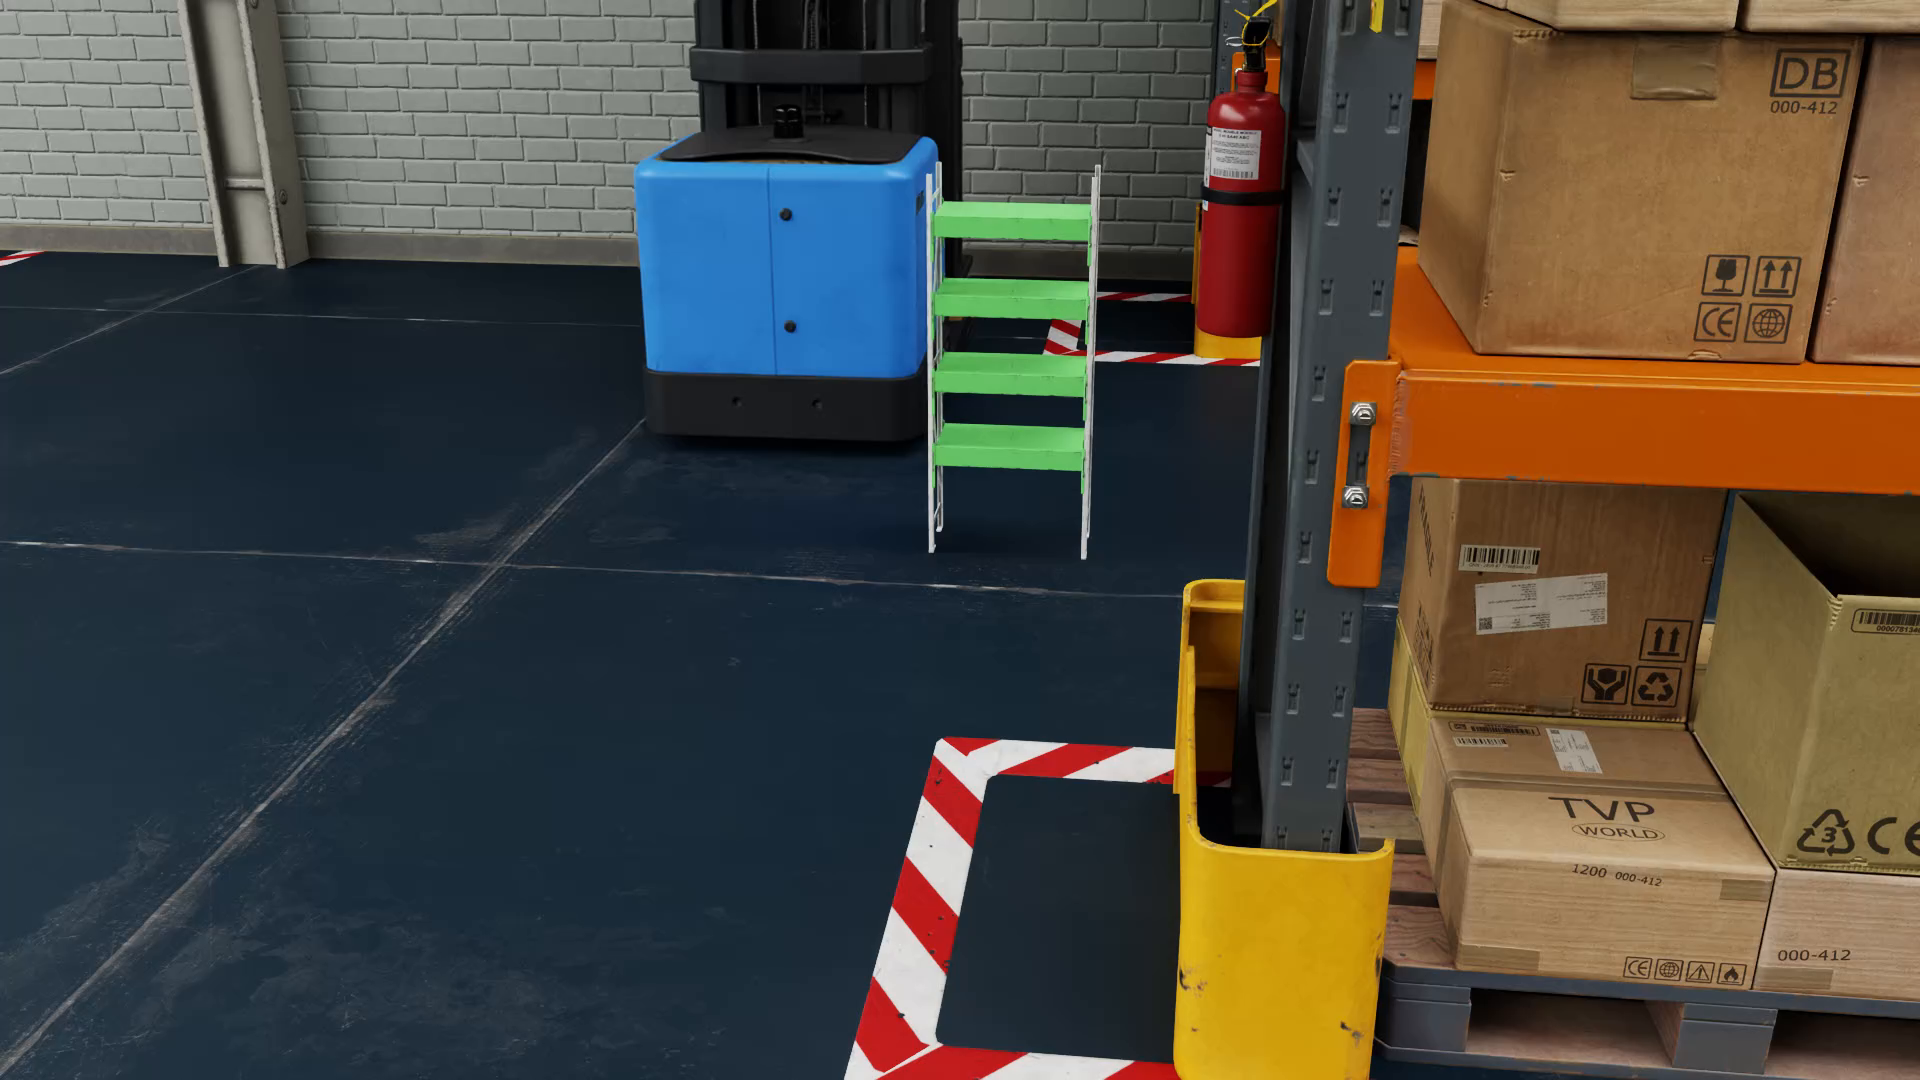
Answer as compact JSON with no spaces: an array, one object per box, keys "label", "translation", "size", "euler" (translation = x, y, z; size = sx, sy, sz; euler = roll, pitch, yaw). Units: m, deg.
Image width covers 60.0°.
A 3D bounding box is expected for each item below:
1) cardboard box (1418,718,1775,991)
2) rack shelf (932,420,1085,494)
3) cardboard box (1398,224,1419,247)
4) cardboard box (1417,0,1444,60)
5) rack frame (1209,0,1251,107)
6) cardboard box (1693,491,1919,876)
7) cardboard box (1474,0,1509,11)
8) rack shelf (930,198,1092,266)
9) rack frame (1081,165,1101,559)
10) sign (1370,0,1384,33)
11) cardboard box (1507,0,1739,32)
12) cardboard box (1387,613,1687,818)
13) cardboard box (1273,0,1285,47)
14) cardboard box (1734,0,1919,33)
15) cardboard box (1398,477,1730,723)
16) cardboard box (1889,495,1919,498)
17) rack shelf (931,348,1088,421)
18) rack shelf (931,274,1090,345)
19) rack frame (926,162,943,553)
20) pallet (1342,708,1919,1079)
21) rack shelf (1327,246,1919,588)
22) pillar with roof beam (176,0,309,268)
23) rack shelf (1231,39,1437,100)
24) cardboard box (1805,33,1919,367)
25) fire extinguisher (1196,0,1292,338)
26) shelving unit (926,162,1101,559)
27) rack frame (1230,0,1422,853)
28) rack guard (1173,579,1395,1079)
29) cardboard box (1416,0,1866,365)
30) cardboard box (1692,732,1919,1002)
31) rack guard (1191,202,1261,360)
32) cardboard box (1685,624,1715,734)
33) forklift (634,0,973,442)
[{"label":"cardboard box","translation":[1.152,0.568,3.093],"size":[0.500,0.250,0.500],"euler":[2,22,6]},{"label":"rack shelf","translation":[0.164,-0.268,5.313],"size":[0.480,0.148,0.258],"euler":[2,22,6]},{"label":"cardboard box","translation":[1.902,-1.320,7.758],"size":[0.500,0.311,0.500],"euler":[0,22,0]},{"label":"cardboard box","translation":[2.190,-2.214,7.137],"size":[0.500,0.250,0.500],"euler":[2,22,5]},{"label":"rack frame","translation":[1.225,-2.429,7.504],"size":[0.127,3.000,1.000],"euler":[2,22,6]},{"label":"cardboard box","translation":[1.649,0.240,2.902],"size":[0.500,0.500,0.500],"euler":[2,22,6]},{"label":"cardboard box","translation":[1.048,-1.021,2.925],"size":[0.250,0.149,0.380],"euler":[2,22,5]},{"label":"rack shelf","translation":[0.164,-0.938,5.048],"size":[0.480,0.148,0.258],"euler":[2,22,6]},{"label":"rack frame","translation":[0.407,-0.540,5.174],"size":[0.015,1.200,0.240],"euler":[2,22,6]},{"label":"sign","translation":[0.575,-0.857,2.243],"size":[0.005,0.325,0.100],"euler":[2,22,6]},{"label":"cardboard box","translation":[1.010,-0.873,2.549],"size":[0.250,0.149,0.380],"euler":[2,22,6]},{"label":"cardboard box","translation":[1.213,0.379,3.571],"size":[0.500,0.250,0.500],"euler":[2,22,6]},{"label":"cardboard box","translation":[1.712,-2.419,7.656],"size":[0.500,0.250,0.500],"euler":[3,22,7]},{"label":"cardboard box","translation":[1.273,-0.862,2.523],"size":[0.250,0.149,0.380],"euler":[2,22,5]},{"label":"cardboard box","translation":[1.214,0.029,3.435],"size":[0.500,0.500,0.500],"euler":[2,22,6]},{"label":"cardboard box","translation":[2.208,0.067,3.339],"size":[0.500,0.500,0.500],"euler":[2,22,6]},{"label":"rack shelf","translation":[0.164,-0.491,5.225],"size":[0.480,0.148,0.258],"euler":[2,22,6]},{"label":"rack shelf","translation":[0.164,-0.715,5.136],"size":[0.480,0.148,0.258],"euler":[2,22,6]},{"label":"rack frame","translation":[-0.078,-0.561,5.228],"size":[0.015,1.200,0.240],"euler":[2,22,6]},{"label":"pallet","translation":[1.410,0.694,3.396],"size":[1.213,0.211,1.003],"euler":[2,22,6]},{"label":"rack shelf","translation":[2.632,-0.199,2.842],"size":[4.000,0.370,1.077],"euler":[2,22,6]},{"label":"pillar with roof beam","translation":[-4.443,-4.192,3.804],"size":[0.400,9.000,9.100],"euler":[2,22,6]},{"label":"rack shelf","translation":[3.211,-2.008,7.417],"size":[4.000,0.370,1.077],"euler":[2,22,6]},{"label":"cardboard box","translation":[1.630,-0.621,2.794],"size":[0.500,0.500,0.700],"euler":[3,22,8]},{"label":"fire extinguisher","translation":[0.583,-0.759,3.385],"size":[0.183,0.674,0.296],"euler":[2,22,6]},{"label":"shelving unit","translation":[0.164,-0.551,5.201],"size":[0.503,1.200,0.258],"euler":[2,22,6]},{"label":"rack frame","translation":[0.646,-0.620,2.929],"size":[0.127,3.000,1.000],"euler":[2,22,6]},{"label":"rack guard","translation":[0.622,0.541,3.391],"size":[0.348,0.500,1.175],"euler":[2,22,6]},{"label":"cardboard box","translation":[1.108,-0.642,2.847],"size":[0.500,0.500,0.700],"euler":[3,22,6]},{"label":"cardboard box","translation":[1.649,0.588,3.041],"size":[0.500,0.250,0.500],"euler":[2,22,6]},{"label":"rack guard","translation":[1.301,-1.263,7.955],"size":[0.348,0.500,1.175],"euler":[2,22,6]},{"label":"cardboard box","translation":[1.711,0.396,3.527],"size":[0.500,0.250,0.500],"euler":[2,22,6]},{"label":"forklift","translation":[-0.526,-2.229,7.092],"size":[1.130,2.935,3.031],"euler":[2,22,5]}]
